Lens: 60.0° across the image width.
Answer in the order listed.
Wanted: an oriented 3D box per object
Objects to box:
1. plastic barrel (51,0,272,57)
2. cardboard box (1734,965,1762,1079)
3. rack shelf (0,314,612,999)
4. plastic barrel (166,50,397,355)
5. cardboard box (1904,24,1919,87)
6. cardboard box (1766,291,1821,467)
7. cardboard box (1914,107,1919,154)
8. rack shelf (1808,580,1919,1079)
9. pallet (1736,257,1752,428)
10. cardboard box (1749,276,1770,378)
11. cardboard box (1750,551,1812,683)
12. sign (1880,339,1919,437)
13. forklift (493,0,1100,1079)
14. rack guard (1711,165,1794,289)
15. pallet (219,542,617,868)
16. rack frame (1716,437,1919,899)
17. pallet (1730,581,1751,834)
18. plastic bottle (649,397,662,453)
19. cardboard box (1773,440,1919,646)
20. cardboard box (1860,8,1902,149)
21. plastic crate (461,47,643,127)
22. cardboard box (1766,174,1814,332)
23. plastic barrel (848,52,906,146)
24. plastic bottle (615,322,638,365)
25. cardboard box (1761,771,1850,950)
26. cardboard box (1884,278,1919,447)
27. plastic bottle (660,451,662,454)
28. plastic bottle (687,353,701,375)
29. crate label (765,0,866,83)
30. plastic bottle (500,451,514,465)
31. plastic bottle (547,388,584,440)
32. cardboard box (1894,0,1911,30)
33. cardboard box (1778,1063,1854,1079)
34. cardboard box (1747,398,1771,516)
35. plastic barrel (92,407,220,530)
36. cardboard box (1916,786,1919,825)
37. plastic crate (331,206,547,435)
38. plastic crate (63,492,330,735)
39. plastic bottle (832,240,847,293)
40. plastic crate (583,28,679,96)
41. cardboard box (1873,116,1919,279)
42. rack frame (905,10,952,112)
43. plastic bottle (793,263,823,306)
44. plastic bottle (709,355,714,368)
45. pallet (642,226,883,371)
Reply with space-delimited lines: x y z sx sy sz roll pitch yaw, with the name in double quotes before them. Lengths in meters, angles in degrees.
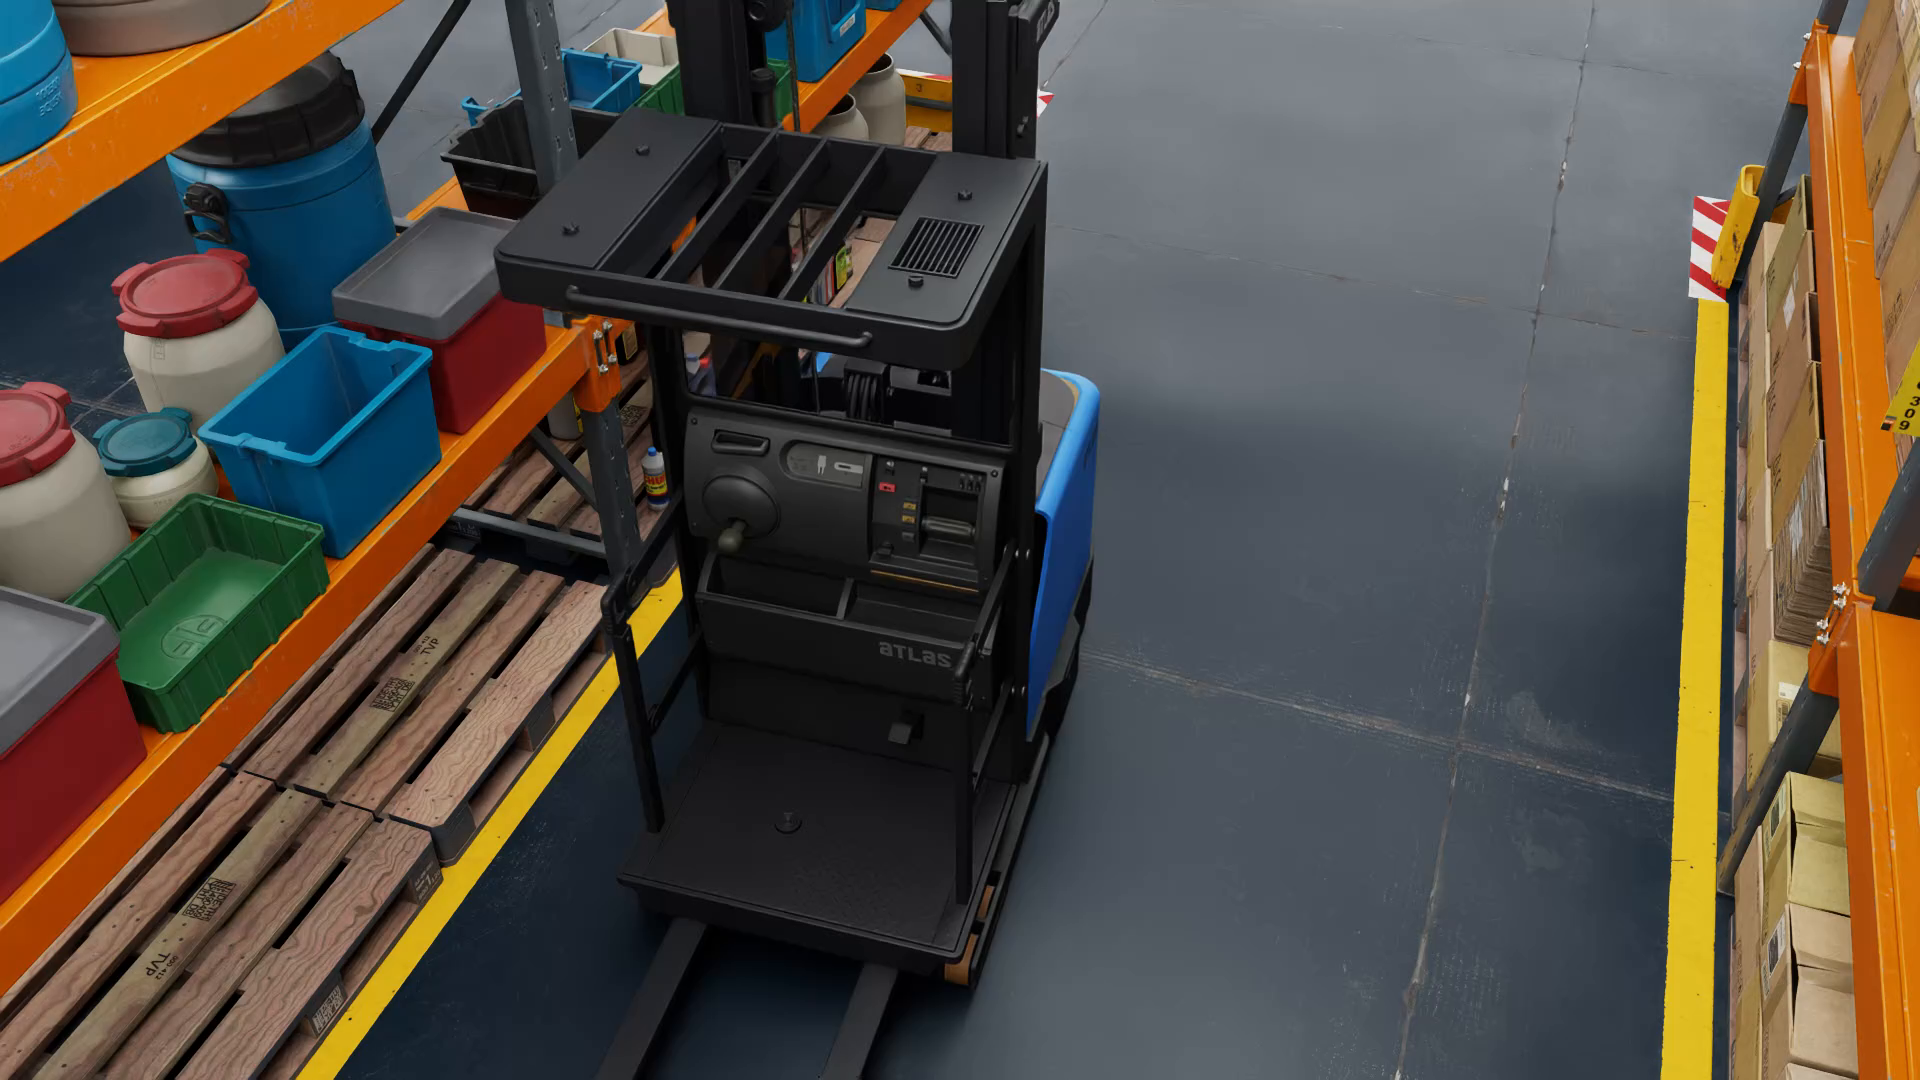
"plastic barrel" -1.901 -1.594 3.610 0.600 0.901 0.600 0 40 0
"cardboard box" 2.400 1.471 4.510 0.500 0.250 0.500 14 43 16
"rack shelf" -2.391 0.474 4.438 1.077 0.370 4.000 13 42 15
"plastic barrel" -2.124 -1.042 5.274 0.600 0.901 0.708 13 42 15
"cardboard box" 3.539 -1.665 5.814 0.380 0.149 0.250 13 42 15
"cardboard box" 3.406 -0.565 6.318 0.500 0.500 0.500 13 42 15
"cardboard box" 3.362 -1.353 5.448 0.380 0.149 0.250 15 43 16
"rack shelf" 2.262 1.575 3.147 1.077 0.370 4.000 13 42 15
"pallet" 4.092 -0.821 7.550 1.003 0.211 1.213 13 42 15
"cardboard box" 3.754 -0.888 7.275 0.500 0.250 0.500 13 42 15
"cardboard box" 3.080 0.334 5.842 0.500 0.250 0.500 13 42 15
"sign" 2.424 -0.400 4.179 0.100 0.325 0.005 13 42 15
"forklift" -0.393 -0.031 4.528 1.130 2.935 3.031 10 42 12
"rack guard" 4.322 -1.421 8.031 1.175 0.500 0.348 13 42 15
"pallet" -1.939 0.529 5.968 1.003 0.211 1.213 13 42 15
"rack frame" 2.946 0.082 4.343 1.000 3.000 0.127 13 42 15
"pallet" 3.258 0.667 5.805 1.003 0.211 1.213 13 42 15
"plastic bottle" -1.202 -0.477 6.752 0.061 0.283 0.133 13 42 15
"cardboard box" 3.081 0.049 5.598 0.500 0.500 0.500 13 42 15
"cardboard box" 3.967 -1.793 6.463 0.700 0.500 0.500 14 43 16
"plastic crate" -1.584 -1.698 6.544 0.499 0.251 0.616 13 42 15
"cardboard box" 3.753 -1.174 7.032 0.500 0.500 0.500 13 42 15
"plastic barrel" -0.493 -2.254 8.674 0.421 0.512 0.421 0 40 0
"plastic bottle" -1.477 -0.917 7.268 0.061 0.283 0.133 13 42 15
"cardboard box" 2.571 0.952 4.686 0.500 0.311 0.500 13 42 15
"cardboard box" 3.266 -0.551 5.008 0.700 0.500 0.500 13 42 15
"plastic bottle" -1.151 -0.282 6.586 0.097 0.201 0.097 0 40 0
"plastic bottle" -1.105 -0.665 6.981 0.097 0.271 0.097 0 40 0
"crate label" -0.715 -2.290 7.096 0.502 0.435 0.616 13 42 15
"plastic bottle" -1.876 -0.413 6.740 0.097 0.201 0.097 0 40 0
"plastic bottle" -1.622 -0.604 6.849 0.144 0.351 0.185 13 42 15
"cardboard box" 3.715 -1.984 6.188 0.380 0.149 0.250 13 42 14
"cardboard box" 2.219 1.572 3.960 0.500 0.311 0.500 12 42 14
"cardboard box" 3.407 -0.279 6.561 0.500 0.250 0.500 13 42 15
"plastic barrel" -2.304 -0.194 4.773 0.301 0.262 0.301 0 40 0
"cardboard box" 2.451 0.673 3.844 0.380 0.149 0.250 13 42 15
"plastic crate" -1.585 -0.681 5.188 0.402 0.464 0.583 13 42 15
"plastic crate" -2.037 0.186 4.384 0.450 0.188 0.662 13 42 15
"plastic bottle" -0.578 -1.301 7.717 0.061 0.283 0.133 14 43 16
"plastic crate" -1.390 -1.966 6.946 0.530 0.136 0.437 13 42 15
"cardboard box" 3.616 -1.169 5.732 0.700 0.500 0.500 15 43 16
"rack frame" -0.339 -3.459 8.494 1.000 3.000 0.127 13 42 15
"plastic bottle" -0.715 -1.141 7.536 0.152 0.276 0.135 12 42 14
"plastic bottle" -0.977 -0.695 6.955 0.144 0.351 0.185 12 42 13
"pallet" -1.023 -1.106 7.884 1.003 0.211 1.213 13 42 15
